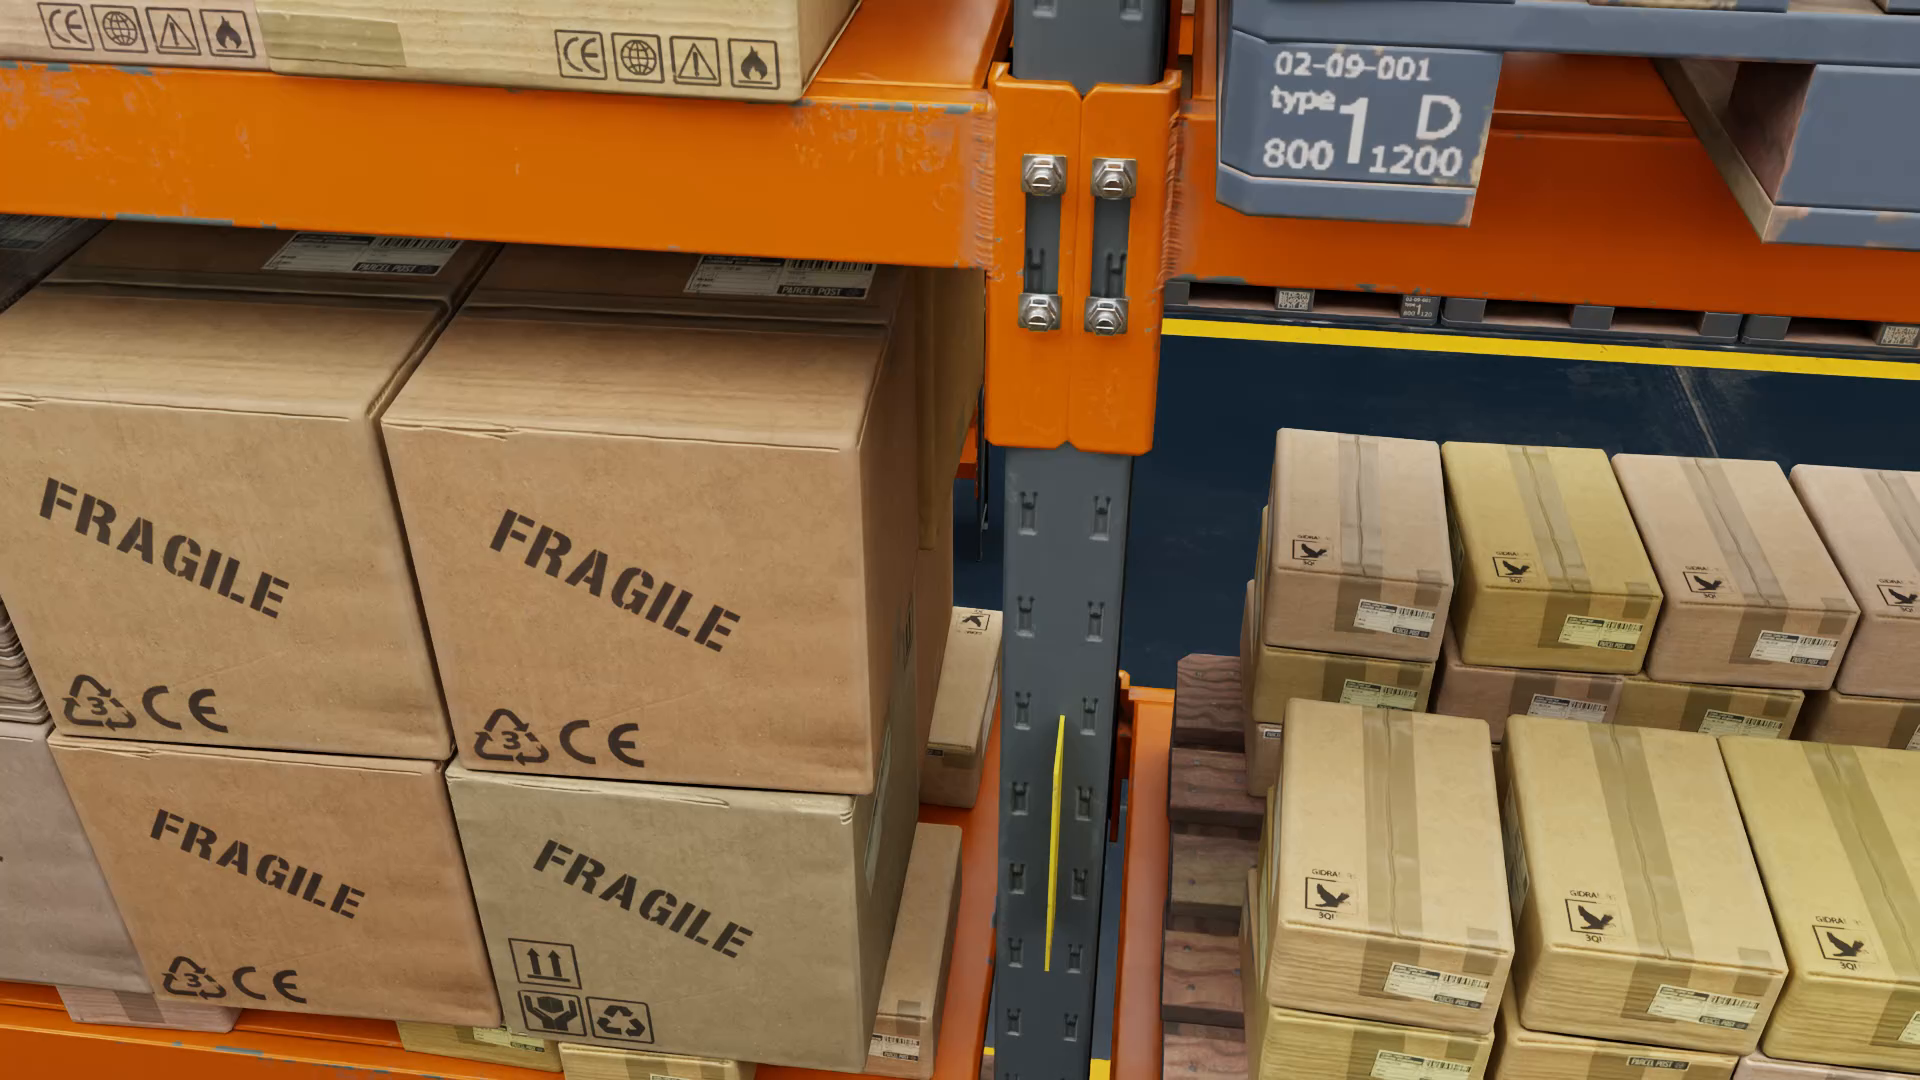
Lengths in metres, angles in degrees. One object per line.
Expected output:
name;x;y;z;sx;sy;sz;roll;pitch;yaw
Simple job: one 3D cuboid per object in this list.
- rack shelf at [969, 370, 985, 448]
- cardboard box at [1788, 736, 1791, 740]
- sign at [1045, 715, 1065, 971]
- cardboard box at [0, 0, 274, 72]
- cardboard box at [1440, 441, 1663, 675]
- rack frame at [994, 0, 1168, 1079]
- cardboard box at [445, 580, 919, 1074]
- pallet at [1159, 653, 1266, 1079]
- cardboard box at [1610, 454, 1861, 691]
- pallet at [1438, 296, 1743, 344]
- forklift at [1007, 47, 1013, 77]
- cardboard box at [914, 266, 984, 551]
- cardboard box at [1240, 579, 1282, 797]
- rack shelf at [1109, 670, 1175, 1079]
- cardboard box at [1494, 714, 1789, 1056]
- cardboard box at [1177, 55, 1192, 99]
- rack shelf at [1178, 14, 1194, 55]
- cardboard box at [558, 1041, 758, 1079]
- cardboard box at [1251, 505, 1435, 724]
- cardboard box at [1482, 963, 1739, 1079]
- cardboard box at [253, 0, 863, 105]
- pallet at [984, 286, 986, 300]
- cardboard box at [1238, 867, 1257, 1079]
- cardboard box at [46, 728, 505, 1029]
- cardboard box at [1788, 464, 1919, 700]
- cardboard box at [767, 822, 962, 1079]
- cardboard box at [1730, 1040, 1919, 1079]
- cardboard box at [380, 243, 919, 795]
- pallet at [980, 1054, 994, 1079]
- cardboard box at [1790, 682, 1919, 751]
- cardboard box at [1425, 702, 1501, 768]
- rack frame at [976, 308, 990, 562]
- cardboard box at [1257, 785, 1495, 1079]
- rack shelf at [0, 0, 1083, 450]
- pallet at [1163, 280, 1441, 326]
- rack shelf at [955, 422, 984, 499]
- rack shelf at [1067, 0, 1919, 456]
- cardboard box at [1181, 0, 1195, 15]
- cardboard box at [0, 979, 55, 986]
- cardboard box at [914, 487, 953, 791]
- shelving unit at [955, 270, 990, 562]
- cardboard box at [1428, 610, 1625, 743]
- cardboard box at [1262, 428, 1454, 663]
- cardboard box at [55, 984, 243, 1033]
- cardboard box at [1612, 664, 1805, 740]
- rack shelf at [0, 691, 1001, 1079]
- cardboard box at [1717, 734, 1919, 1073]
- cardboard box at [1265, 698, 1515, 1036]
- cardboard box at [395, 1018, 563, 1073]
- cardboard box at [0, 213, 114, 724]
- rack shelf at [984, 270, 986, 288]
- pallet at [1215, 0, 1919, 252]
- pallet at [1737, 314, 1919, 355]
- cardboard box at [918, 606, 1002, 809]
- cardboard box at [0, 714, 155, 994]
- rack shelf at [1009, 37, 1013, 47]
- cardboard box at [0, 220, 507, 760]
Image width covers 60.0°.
rack shelf;-0.164;-0.446;5.458;0.480;0.148;0.258;4;36;6
cardboard box;1.344;0.297;2.606;0.250;0.149;0.380;3;36;4
sign;0.110;0.354;1.926;0.005;0.325;0.100;4;36;6
cardboard box;-0.844;-0.691;1.683;0.500;0.250;0.500;4;36;6
cardboard box;0.861;0.019;2.484;0.250;0.149;0.380;3;36;5
rack frame;0.171;0.395;2.614;0.053;2.616;0.949;4;36;6
cardboard box;-0.345;0.358;2.323;0.500;0.500;0.500;4;36;6
pallet;0.911;0.612;2.476;1.213;0.211;1.003;4;36;6
cardboard box;1.117;0.039;2.455;0.250;0.149;0.380;3;36;4
pallet;2.690;-1.229;7.290;1.213;0.211;1.003;4;36;6
forklift;0.546;-3.893;8.682;3.031;2.935;1.130;4;36;5
cardboard box;-0.245;-0.349;2.454;0.500;0.500;0.500;5;36;7
cardboard box;0.590;0.240;2.686;0.250;0.149;0.380;3;36;5
rack shelf;2.155;0.834;2.618;4.000;0.370;1.077;4;36;6
cardboard box;0.781;0.394;1.959;0.250;0.149;0.380;5;36;7
cardboard box;1.327;-1.773;7.119;0.875;0.875;0.875;5;36;7
rack shelf;2.685;-2.026;6.625;4.000;0.370;1.077;4;36;6
cardboard box;-0.411;0.653;2.469;0.250;0.149;0.380;3;36;5
cardboard box;0.591;0.119;2.600;0.250;0.149;0.380;5;36;7
cardboard box;0.761;0.516;2.044;0.250;0.149;0.380;4;36;5
cardboard box;-0.350;-0.647;1.622;0.500;0.250;0.500;5;36;7
pallet;-0.043;-1.433;7.576;1.213;0.211;1.003;4;36;6
cardboard box;0.503;0.619;2.156;0.250;0.149;0.380;3;36;4
cardboard box;-0.859;0.319;2.378;0.500;0.500;0.500;3;36;5
cardboard box;1.377;0.059;2.428;0.250;0.149;0.380;4;36;6
cardboard box;-0.142;0.609;2.530;0.250;0.149;0.380;4;36;5
cardboard box;1.017;0.535;2.018;0.250;0.149;0.380;5;36;7
cardboard box;-0.329;-0.054;2.041;0.500;0.500;0.500;3;36;4
pallet;-0.499;1.499;3.468;1.213;0.211;1.003;4;36;6
cardboard box;1.370;0.176;2.520;0.250;0.149;0.380;3;36;4
cardboard box;0.848;0.259;2.660;0.250;0.149;0.380;4;36;6
rack frame;0.078;-0.483;5.393;0.015;1.200;0.240;4;36;6
cardboard box;0.503;0.498;2.069;0.250;0.149;0.380;5;36;7
rack shelf;-1.813;-0.683;2.162;4.000;0.370;1.077;4;36;6
pallet;1.476;-1.318;7.415;1.213;0.211;1.003;4;36;6
rack shelf;-0.164;-0.284;5.573;0.480;0.148;0.258;4;36;6
rack shelf;2.155;-0.387;1.747;4.000;0.370;1.077;4;36;6
cardboard box;1.104;-2.221;6.408;0.500;0.250;0.500;3;36;5
cardboard box;-1.440;0.513;2.665;0.250;0.149;0.380;4;36;5
cardboard box;-0.288;0.050;2.756;0.500;0.500;0.500;4;36;5
shelving unit;-0.164;-0.501;5.419;0.503;1.200;0.258;4;36;6
cardboard box;0.853;0.138;2.573;0.250;0.149;0.380;4;36;6
cardboard box;0.594;0.000;2.511;0.250;0.149;0.380;6;36;8
cardboard box;-1.195;0.563;2.596;0.250;0.149;0.380;3;36;4
cardboard box;1.098;0.158;2.545;0.250;0.149;0.380;6;36;8
rack shelf;-1.813;0.538;3.033;4.000;0.370;1.077;4;36;6
cardboard box;1.035;0.414;1.930;0.250;0.149;0.380;5;36;6
cardboard box;0.503;0.377;1.983;0.250;0.149;0.380;6;36;8
cardboard box;-0.669;0.599;2.545;0.250;0.149;0.380;6;36;8
cardboard box;-1.349;-0.136;2.155;0.500;0.500;0.500;5;36;7
rack shelf;-0.164;-0.820;5.190;0.480;0.148;0.258;4;36;6
pallet;0.770;-0.644;1.650;1.003;0.211;1.213;4;36;6
pallet;3.896;-1.137;7.162;1.213;0.211;1.003;4;36;6
cardboard box;-0.068;0.286;2.983;0.250;0.149;0.380;6;36;8
cardboard box;-1.353;0.282;2.431;0.500;0.500;0.500;4;36;6
rack shelf;-1.282;-2.322;7.040;4.000;0.370;1.077;4;36;6
cardboard box;-0.843;-0.090;2.091;0.500;0.500;0.500;3;36;4
